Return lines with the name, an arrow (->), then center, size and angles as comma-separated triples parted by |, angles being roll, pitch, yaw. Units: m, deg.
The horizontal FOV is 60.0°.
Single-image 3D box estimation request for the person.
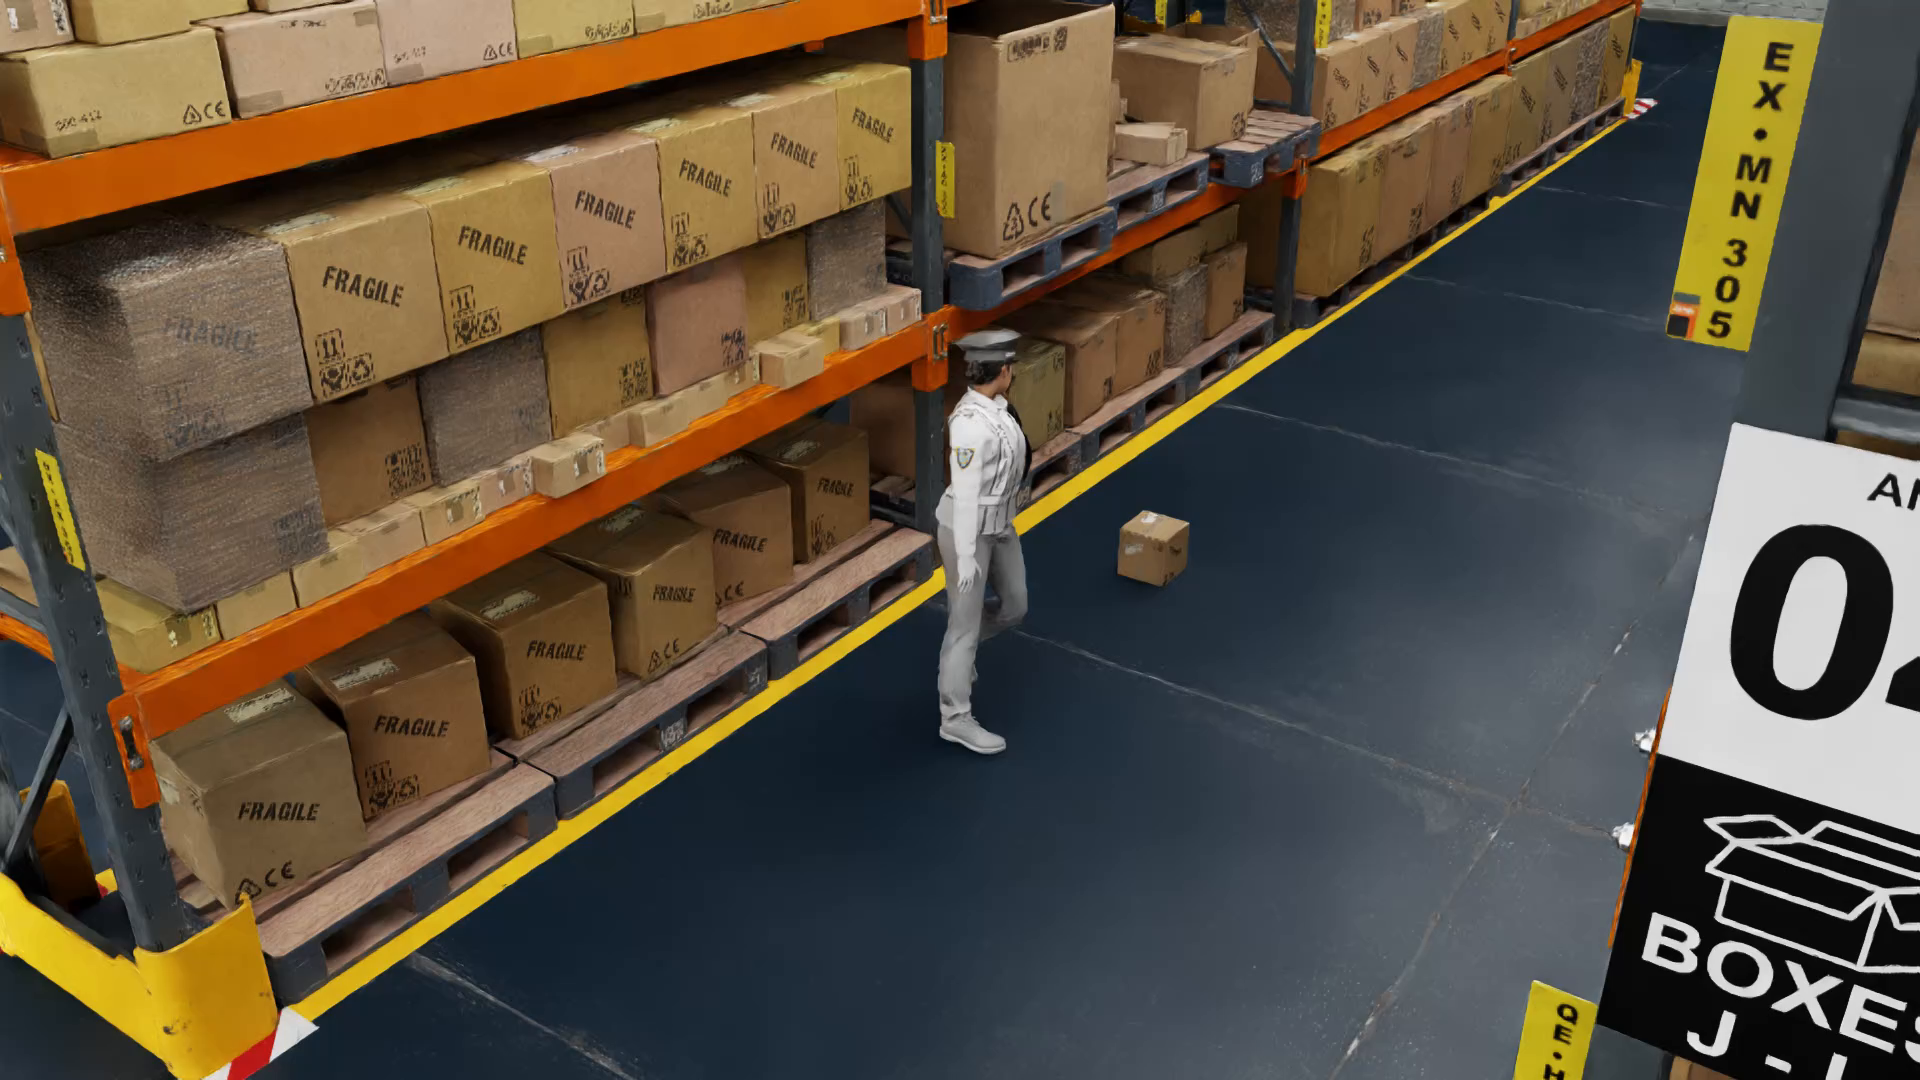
person -> 0.075, -0.007, 6.661 | 0.460, 1.635, 0.617 | 12, 29, 22
